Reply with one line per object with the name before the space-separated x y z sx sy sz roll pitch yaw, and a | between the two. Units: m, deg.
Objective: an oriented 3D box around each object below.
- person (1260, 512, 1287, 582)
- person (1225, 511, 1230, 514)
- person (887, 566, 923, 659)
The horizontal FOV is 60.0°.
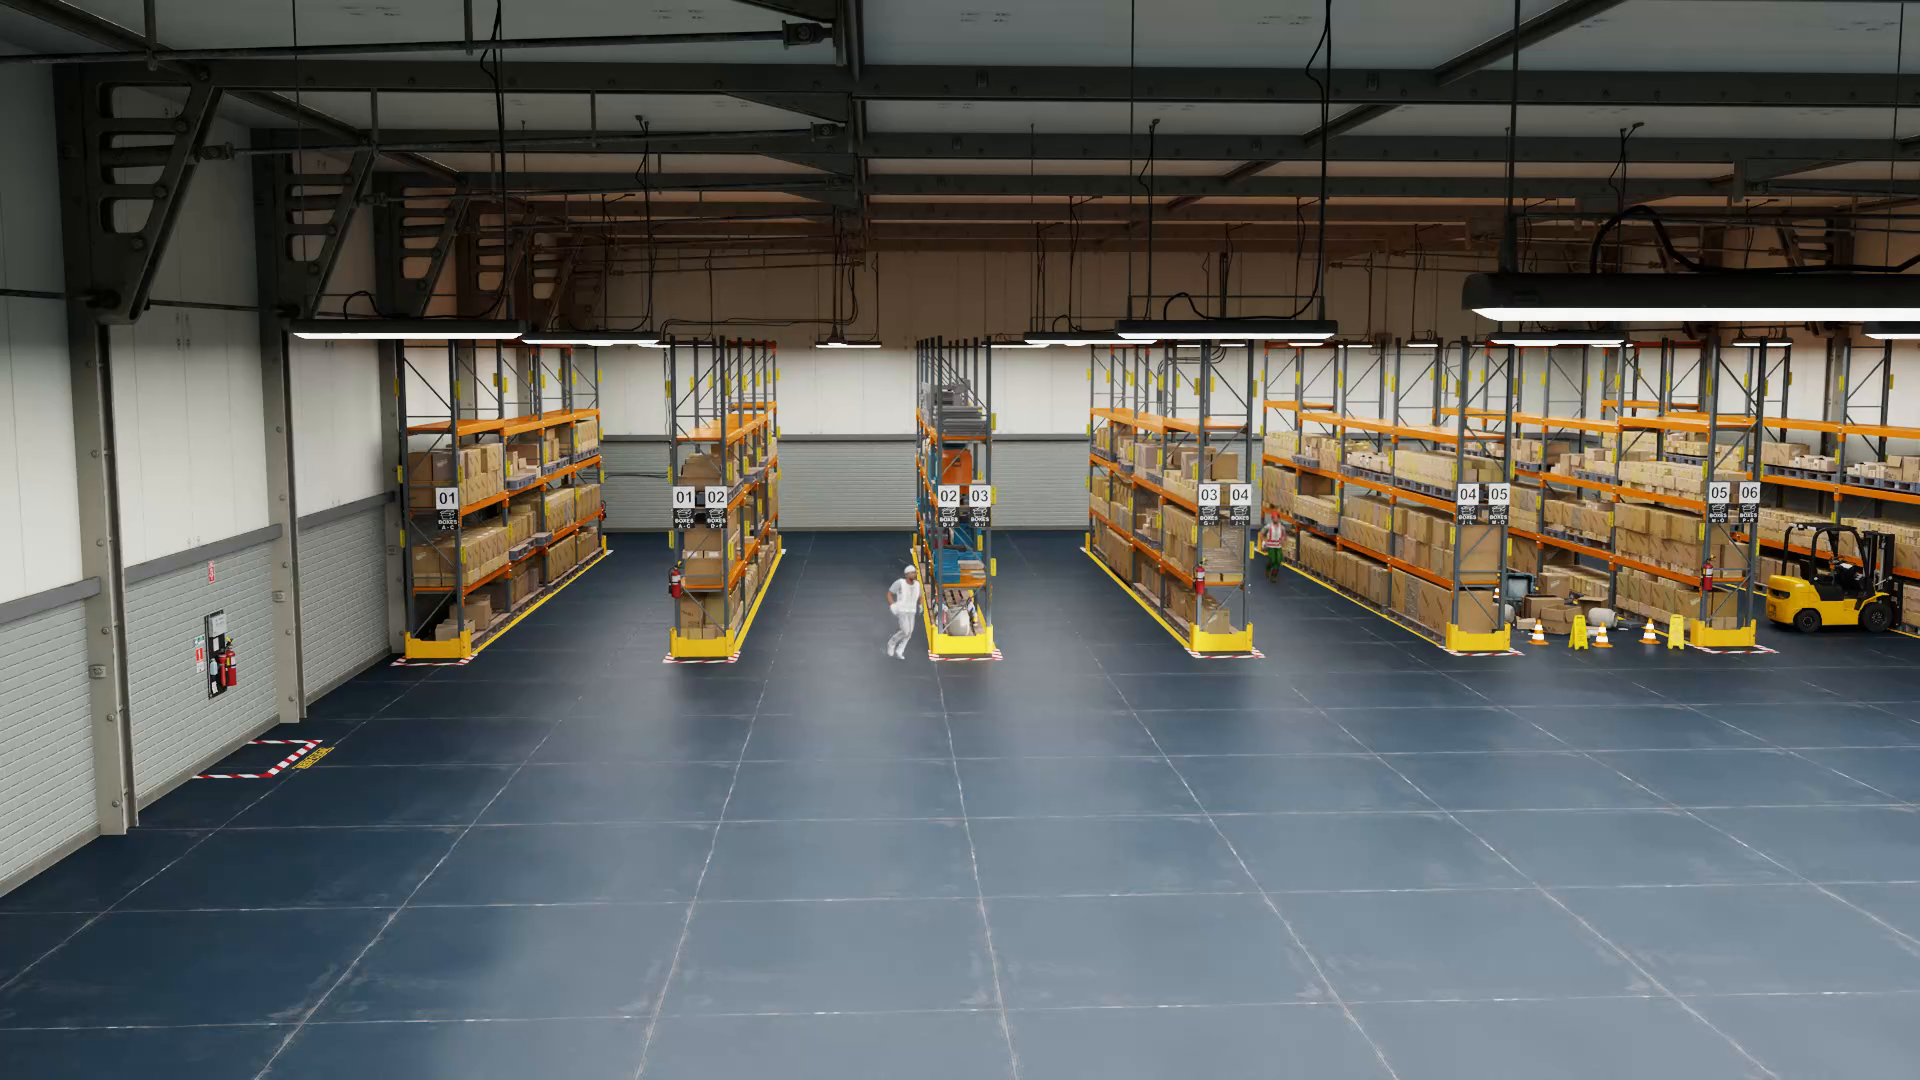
person | 7.787 0.190 41.082 0.651 1.738 0.583 -1 7 -7
person | 7.487 -0.573 48.203 0.846 1.657 0.653 3 7 25
person | -0.971 1.348 31.019 0.726 1.716 0.552 -5 8 -38
